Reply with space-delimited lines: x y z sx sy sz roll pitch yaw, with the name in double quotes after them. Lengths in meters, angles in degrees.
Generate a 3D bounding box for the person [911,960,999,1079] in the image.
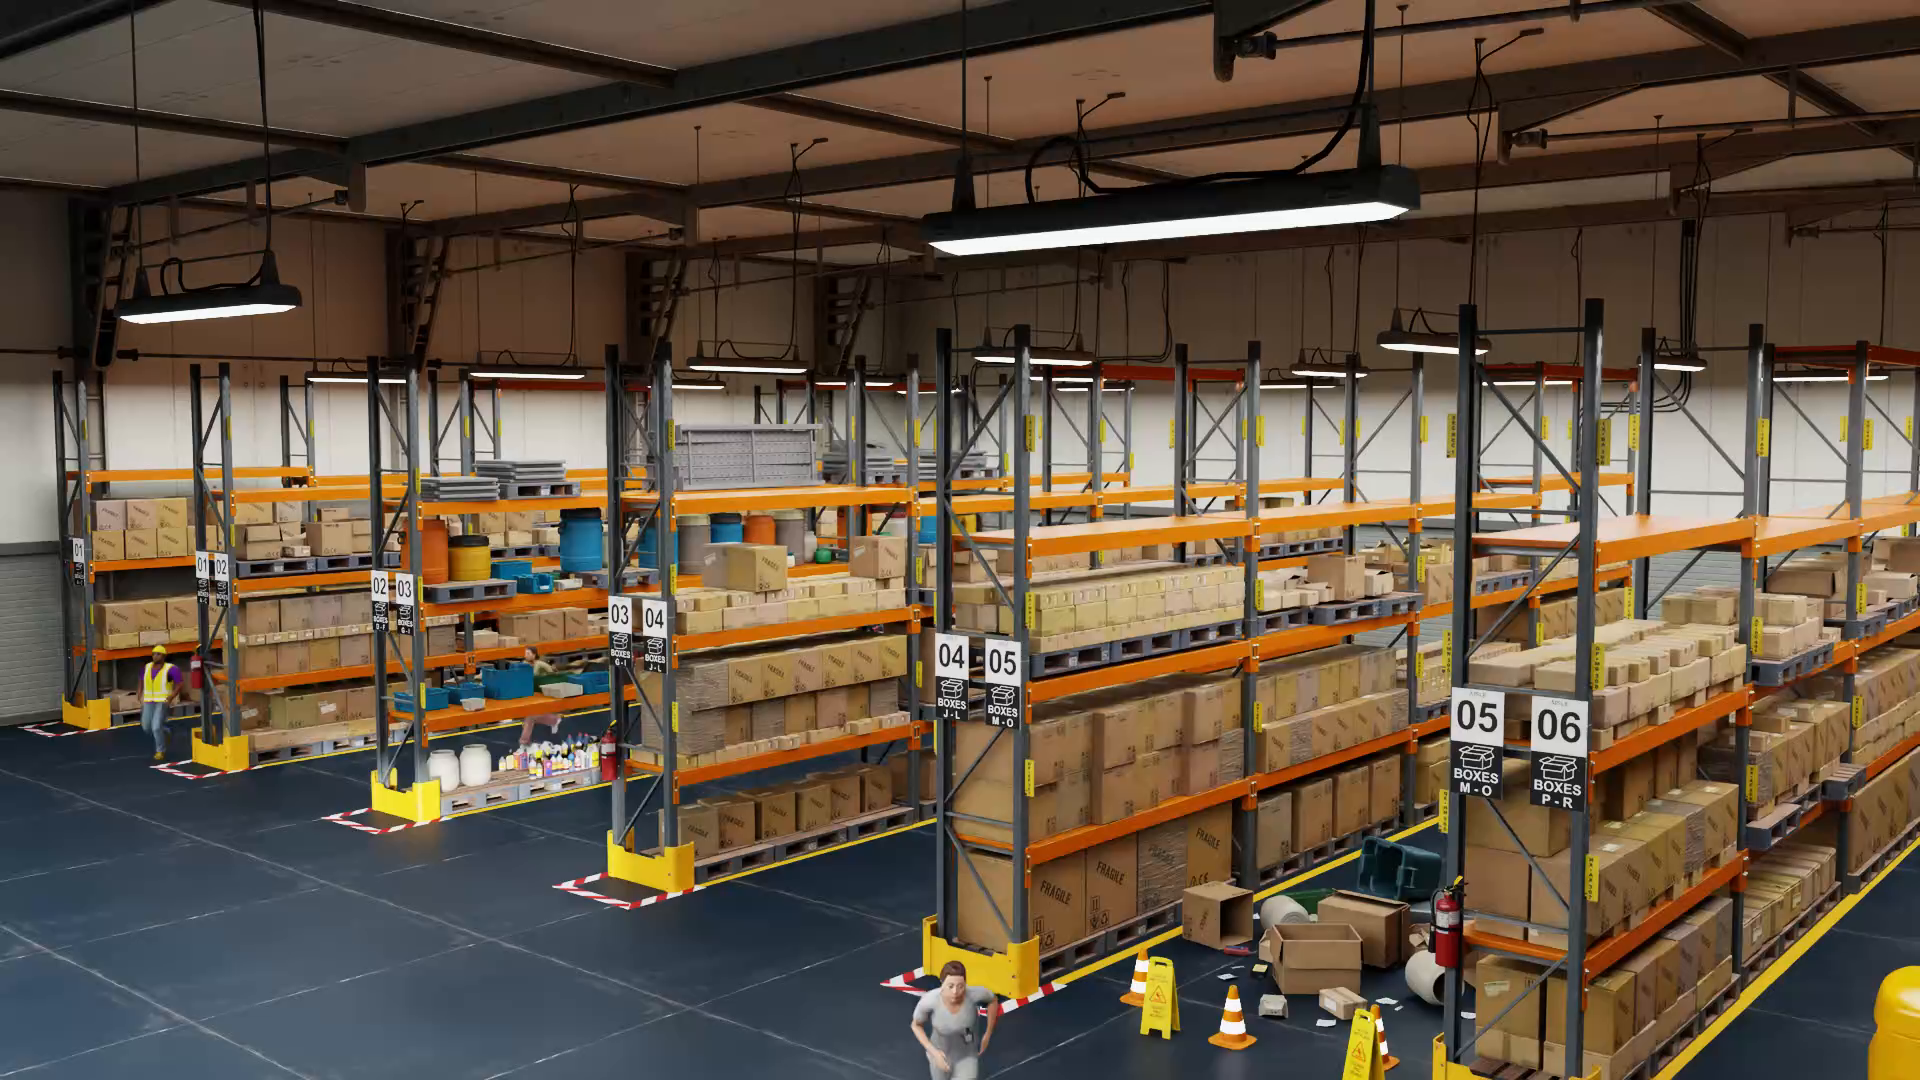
-0.046 3.566 11.374 0.601 1.625 1.004 0 4 -6 "person"

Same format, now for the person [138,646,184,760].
-12.254 2.471 25.468 0.694 1.732 0.561 0 4 3 "person"

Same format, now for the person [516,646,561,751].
-6.645 2.467 26.200 0.579 1.658 1.059 2 5 26 "person"
